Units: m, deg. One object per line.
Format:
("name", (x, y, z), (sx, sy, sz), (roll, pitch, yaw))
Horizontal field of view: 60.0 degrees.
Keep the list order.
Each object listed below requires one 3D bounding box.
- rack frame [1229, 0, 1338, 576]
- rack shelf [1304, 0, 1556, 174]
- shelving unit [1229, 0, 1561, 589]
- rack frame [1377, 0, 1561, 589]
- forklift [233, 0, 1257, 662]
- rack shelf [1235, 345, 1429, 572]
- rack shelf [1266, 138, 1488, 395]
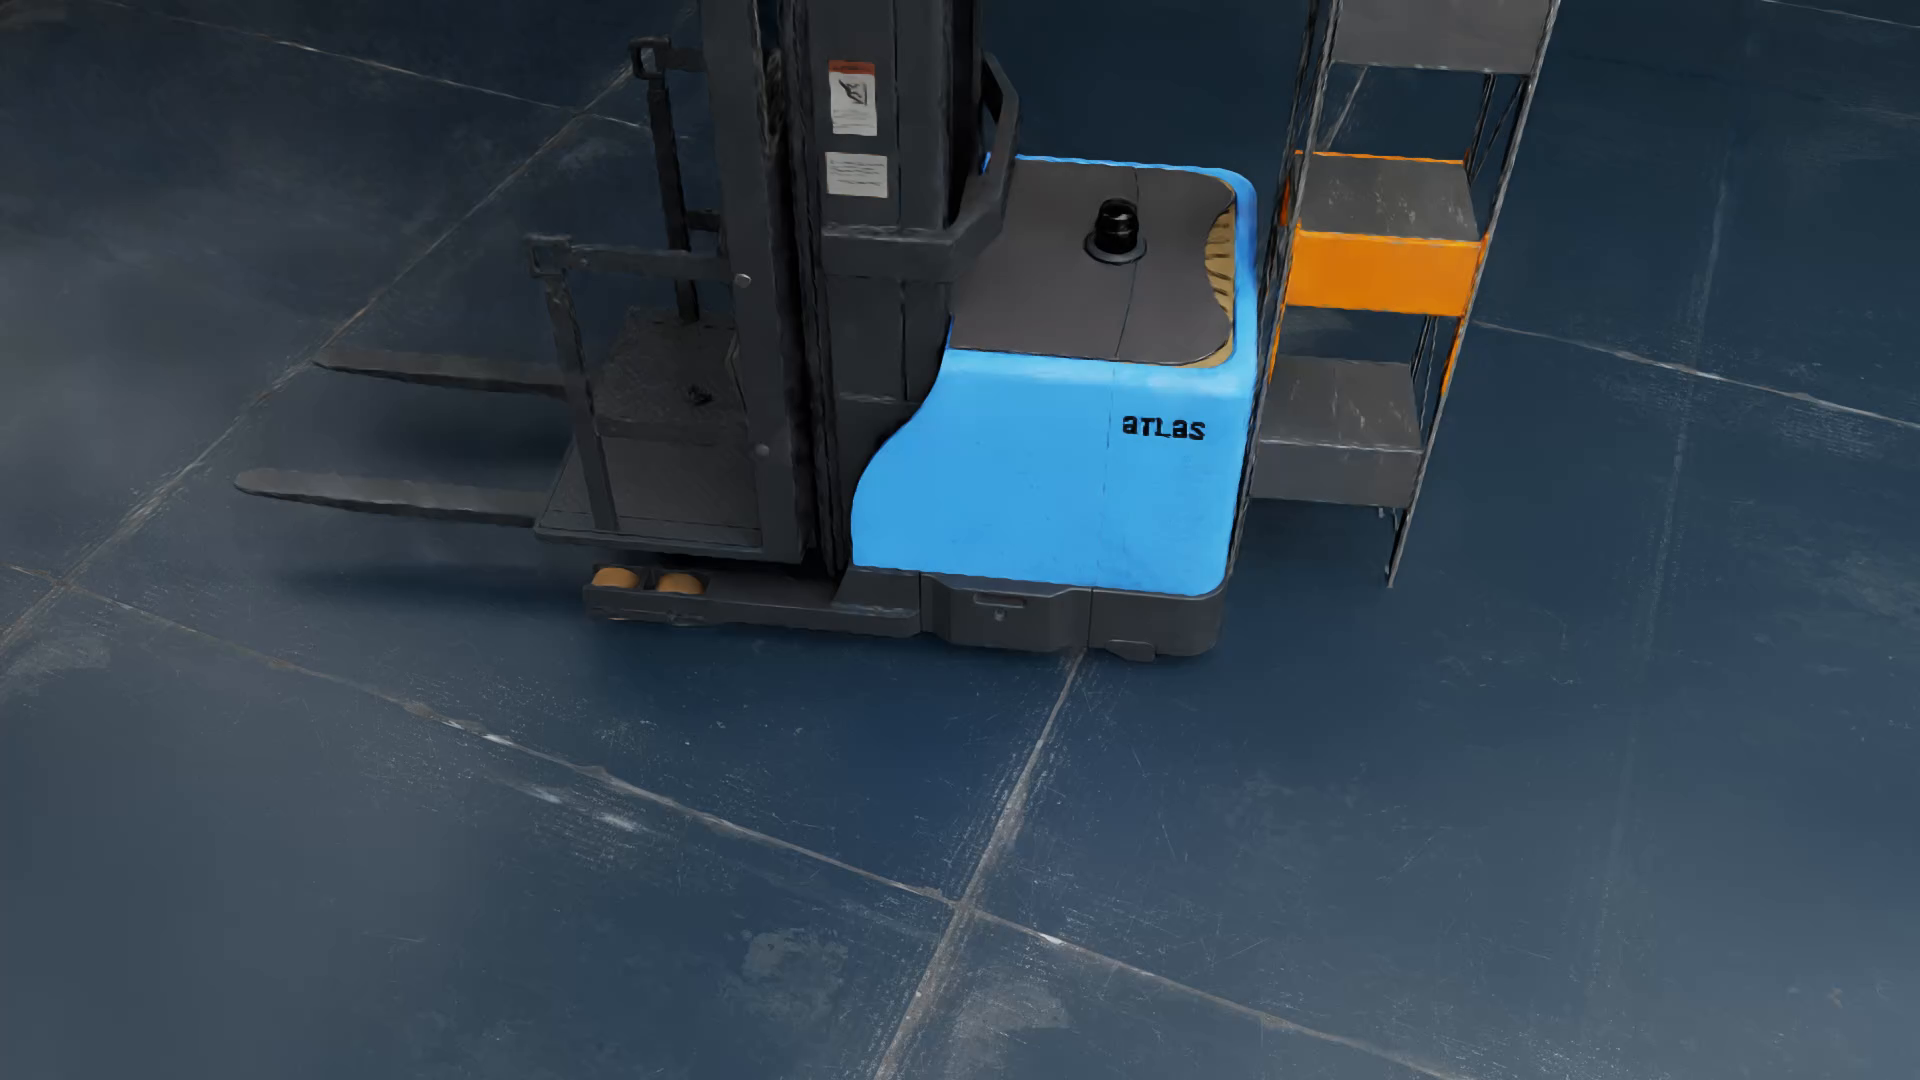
("rack frame", (0.865, -0.773, 4.528), (0.015, 2.100, 0.400), (4, 45, 3))
("rack shelf", (1.118, -1.239, 4.029), (0.480, 0.518, 0.431), (4, 45, 3))
("shelving unit", (1.108, -0.753, 4.514), (0.503, 2.100, 0.431), (4, 45, 3))
("rack frame", (1.351, -0.734, 4.499), (0.015, 2.100, 0.400), (4, 45, 3))
("forklift", (-0.689, -1.145, 4.323), (3.031, 2.935, 1.130), (5, 45, 5))
("rack shelf", (1.098, -0.248, 5.018), (0.480, 0.518, 0.431), (4, 45, 3))
("rack shelf", (1.108, -0.744, 4.523), (0.480, 0.518, 0.431), (4, 45, 3))
